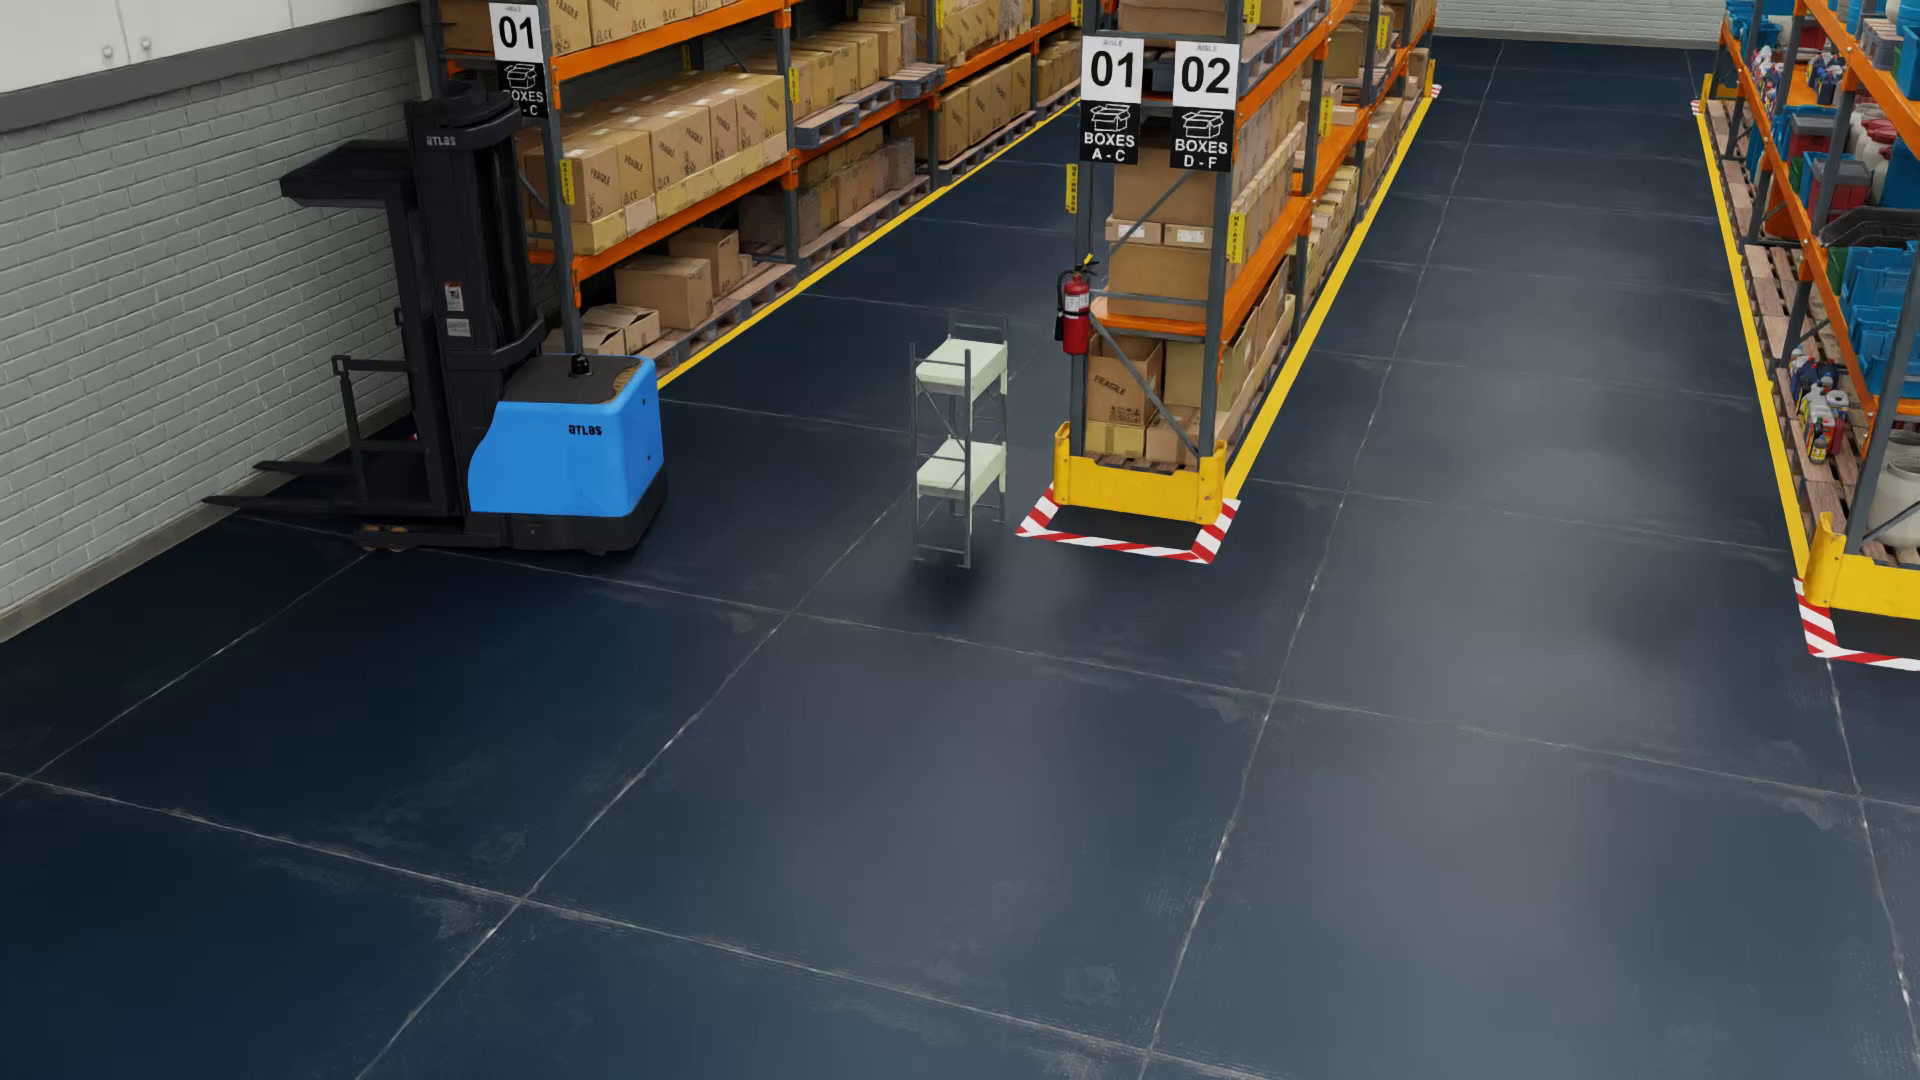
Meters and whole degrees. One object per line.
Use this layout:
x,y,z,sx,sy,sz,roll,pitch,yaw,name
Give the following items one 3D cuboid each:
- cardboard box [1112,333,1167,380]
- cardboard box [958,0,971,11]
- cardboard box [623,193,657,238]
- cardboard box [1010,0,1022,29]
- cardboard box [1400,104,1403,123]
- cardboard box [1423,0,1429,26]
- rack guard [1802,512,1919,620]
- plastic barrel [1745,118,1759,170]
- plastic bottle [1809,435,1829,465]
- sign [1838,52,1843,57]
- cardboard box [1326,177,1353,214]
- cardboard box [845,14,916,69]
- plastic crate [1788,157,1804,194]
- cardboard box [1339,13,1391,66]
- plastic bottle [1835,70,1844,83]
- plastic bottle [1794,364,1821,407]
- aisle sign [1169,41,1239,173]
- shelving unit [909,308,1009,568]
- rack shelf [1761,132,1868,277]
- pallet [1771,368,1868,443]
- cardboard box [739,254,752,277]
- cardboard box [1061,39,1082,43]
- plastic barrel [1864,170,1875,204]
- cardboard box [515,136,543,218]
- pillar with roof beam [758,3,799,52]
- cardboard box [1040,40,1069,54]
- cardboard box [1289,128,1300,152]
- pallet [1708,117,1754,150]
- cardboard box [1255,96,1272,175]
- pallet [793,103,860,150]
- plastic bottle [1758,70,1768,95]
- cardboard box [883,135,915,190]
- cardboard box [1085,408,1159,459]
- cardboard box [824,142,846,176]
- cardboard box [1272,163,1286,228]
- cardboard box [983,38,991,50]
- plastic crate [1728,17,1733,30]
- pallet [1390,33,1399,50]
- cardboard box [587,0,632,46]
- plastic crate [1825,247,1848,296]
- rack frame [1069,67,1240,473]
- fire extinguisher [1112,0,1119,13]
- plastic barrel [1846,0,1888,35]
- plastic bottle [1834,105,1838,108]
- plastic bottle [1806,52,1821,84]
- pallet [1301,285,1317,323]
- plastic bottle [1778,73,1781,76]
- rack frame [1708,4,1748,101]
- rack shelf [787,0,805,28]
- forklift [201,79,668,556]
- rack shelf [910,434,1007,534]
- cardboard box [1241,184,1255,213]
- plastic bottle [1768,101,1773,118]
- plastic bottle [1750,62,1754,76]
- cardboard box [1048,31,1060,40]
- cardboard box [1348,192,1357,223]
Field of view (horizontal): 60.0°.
1.477,-1.578,12.879,0.500,0.500,0.500,9,27,17,cardboard box
-0.178,-6.512,19.918,0.500,0.250,0.500,8,27,17,cardboard box
-2.791,-2.640,13.410,0.500,0.250,0.500,8,27,16,cardboard box
0.505,-7.011,21.809,0.500,0.500,0.500,9,27,18,cardboard box
5.597,-5.672,22.104,0.500,0.311,0.500,9,27,17,cardboard box
6.184,-7.384,22.943,0.500,0.500,0.500,8,27,17,cardboard box
5.911,0.195,10.274,1.175,0.500,0.348,9,27,17,rack guard
9.726,-4.847,19.745,0.600,0.901,0.708,9,27,17,plastic barrel
6.128,-0.649,11.854,0.097,0.201,0.097,0,26,0,plastic bottle
10.442,-5.867,19.609,0.100,0.325,0.005,9,27,17,sign
3.814,-3.638,17.351,0.500,0.311,0.500,8,27,17,cardboard box
-0.897,-5.665,18.888,0.700,0.500,0.500,6,26,11,cardboard box
7.575,-3.197,14.654,0.450,0.188,0.662,9,27,17,plastic crate
4.510,-5.757,19.101,0.700,0.500,0.500,14,29,27,cardboard box
9.560,-4.923,18.033,0.144,0.351,0.185,9,27,17,plastic bottle
6.538,-1.193,12.806,0.144,0.351,0.185,8,27,15,plastic bottle
1.527,-2.711,10.423,0.394,0.787,0.004,9,27,17,aisle sign
-0.002,-0.672,10.917,0.431,1.500,0.755,9,27,17,shelving unit
7.927,-3.034,14.900,1.077,0.370,4.000,9,27,17,rack shelf
6.998,-1.011,13.096,1.003,0.211,1.213,9,27,17,pallet
-2.231,-2.671,16.071,0.380,0.166,0.250,5,26,11,cardboard box
1.607,-7.460,25.602,0.700,0.500,0.500,9,27,17,cardboard box
7.846,-2.995,14.153,0.301,0.262,0.301,0,26,0,plastic barrel
-3.456,-2.832,12.946,0.500,0.500,0.500,8,27,17,cardboard box
2.061,-7.283,15.967,9.100,9.000,0.400,9,27,17,pillar with roof beam
1.386,-7.237,24.398,0.380,0.149,0.250,8,27,16,cardboard box
2.619,-3.349,13.865,0.380,0.149,0.250,8,27,16,cardboard box
10.536,-5.379,22.118,1.003,0.211,1.213,9,27,17,pallet
1.949,-3.083,12.571,0.700,0.500,0.500,9,27,17,cardboard box
-1.690,-4.179,16.660,1.003,0.211,1.213,9,27,17,pallet
8.928,-5.071,18.429,0.097,0.271,0.097,0,26,0,plastic bottle
-0.941,-4.386,19.230,0.700,0.500,0.500,9,27,18,cardboard box
1.160,-0.827,12.189,0.500,0.250,0.500,9,27,17,cardboard box
-1.539,-4.084,17.745,0.500,0.250,0.500,8,27,16,cardboard box
2.280,-2.900,13.682,0.700,0.500,0.500,8,27,17,cardboard box
0.172,-6.353,21.194,0.380,0.149,0.250,10,27,19,cardboard box
10.451,-6.923,22.341,0.250,0.136,0.298,9,27,17,plastic crate
4.885,-6.144,20.719,1.003,0.211,1.213,9,27,17,pallet
-2.853,-4.050,12.592,0.500,0.500,0.500,11,28,21,cardboard box
6.543,-1.924,12.024,0.450,0.188,0.662,9,27,17,plastic crate
1.260,-1.612,11.137,1.000,3.000,0.127,9,27,17,rack frame
2.397,-8.696,26.286,0.296,0.674,0.183,9,27,17,fire extinguisher
7.226,-4.352,12.779,0.600,0.901,0.708,9,27,17,plastic barrel
8.898,-4.277,16.784,0.152,0.276,0.135,9,27,17,plastic bottle
9.790,-5.397,19.011,0.144,0.351,0.185,9,27,17,plastic bottle
2.800,-2.309,15.777,1.003,0.211,1.213,9,27,17,pallet
9.149,-5.113,18.596,0.097,0.201,0.097,0,26,0,plastic bottle
11.254,-7.467,23.231,1.000,3.000,0.127,9,27,17,rack frame
-1.416,-5.821,17.213,1.077,0.370,4.000,9,27,17,rack shelf
-3.615,-1.466,10.915,3.031,2.935,1.130,2,26,5,forklift
-0.002,-0.379,11.060,0.431,0.370,0.720,9,27,17,rack shelf
1.936,-2.503,12.119,0.380,0.149,0.250,8,27,16,cardboard box
8.489,-4.498,17.326,0.097,0.201,0.097,0,26,0,plastic bottle
9.333,-5.540,19.479,0.097,0.201,0.097,0,26,0,plastic bottle
1.291,-7.622,25.193,0.380,0.149,0.250,9,27,18,cardboard box
3.977,-3.599,17.915,0.500,0.250,0.500,9,27,19,cardboard box
